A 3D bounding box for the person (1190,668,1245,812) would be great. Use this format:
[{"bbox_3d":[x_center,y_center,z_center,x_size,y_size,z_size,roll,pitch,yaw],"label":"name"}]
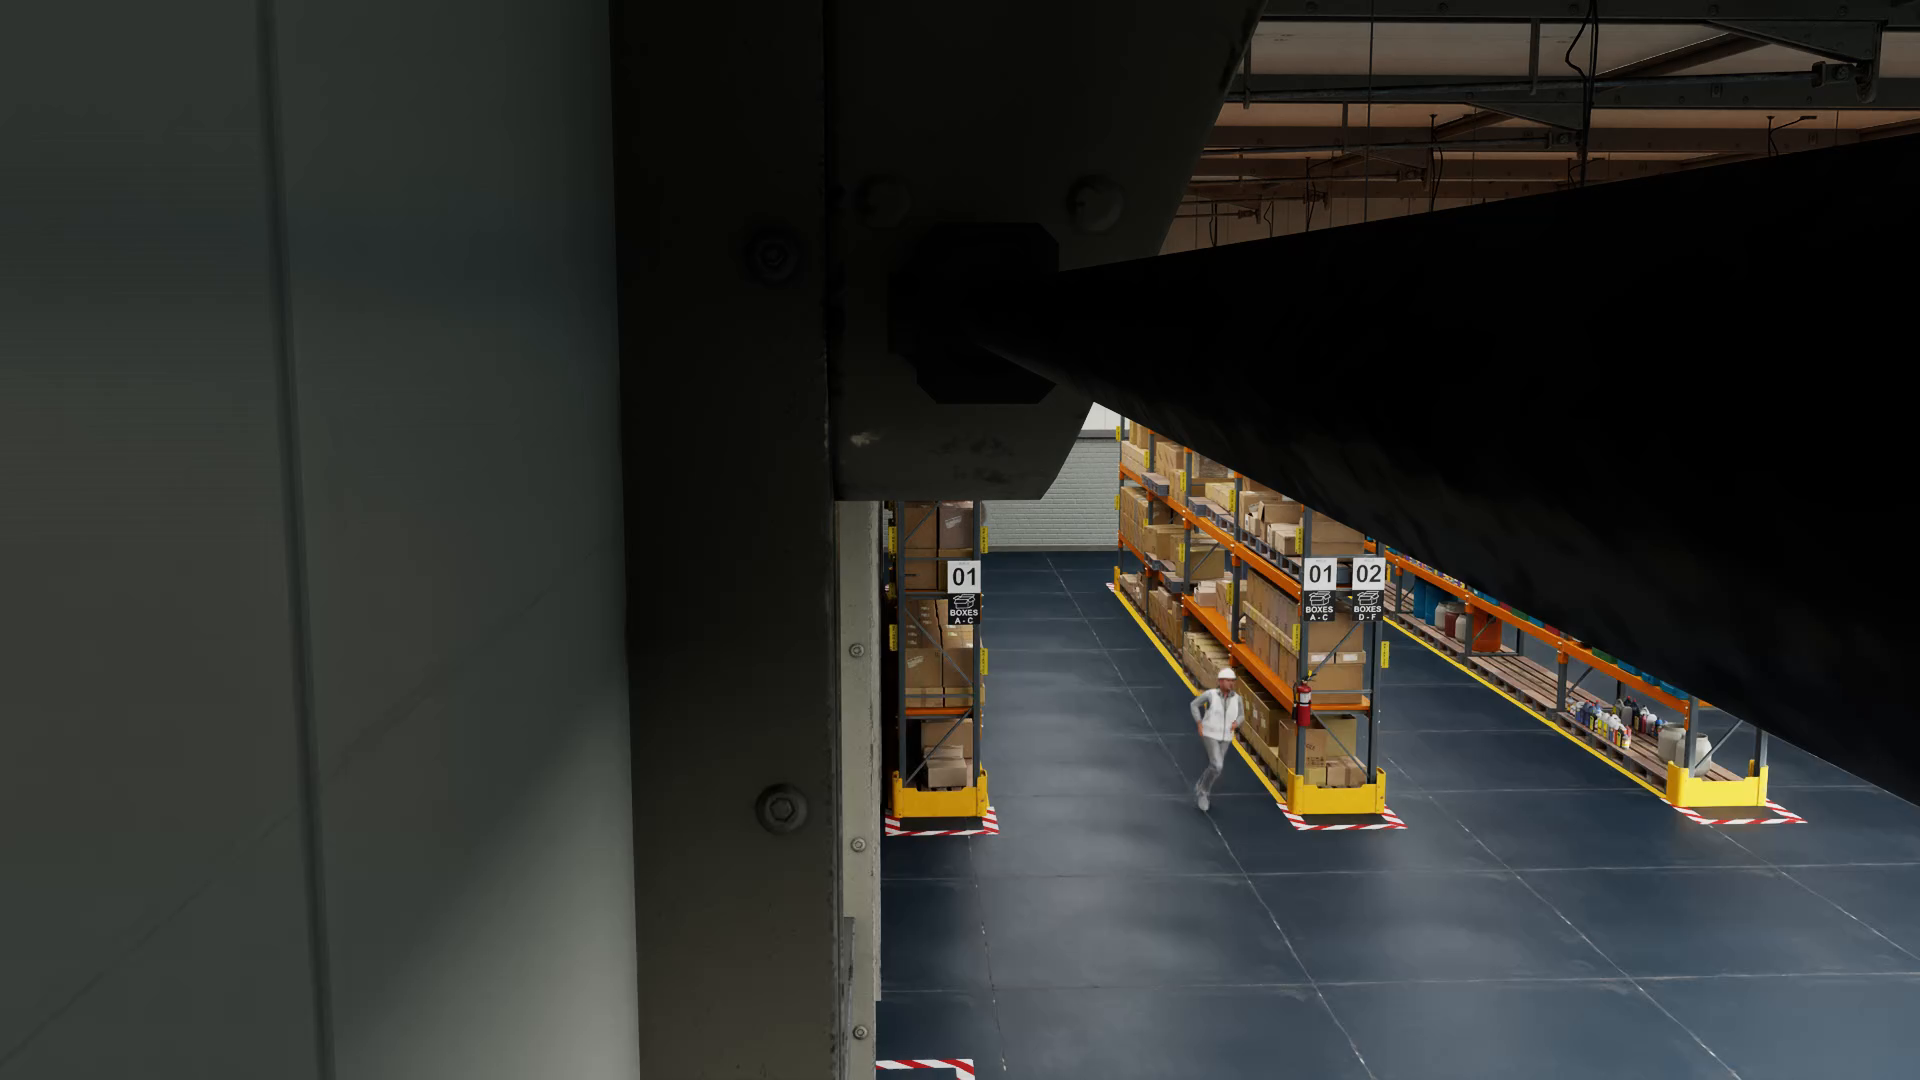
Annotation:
[{"bbox_3d":[3.241,2.481,20.893,0.661,1.759,0.685,-3,9,-22],"label":"person"}]
